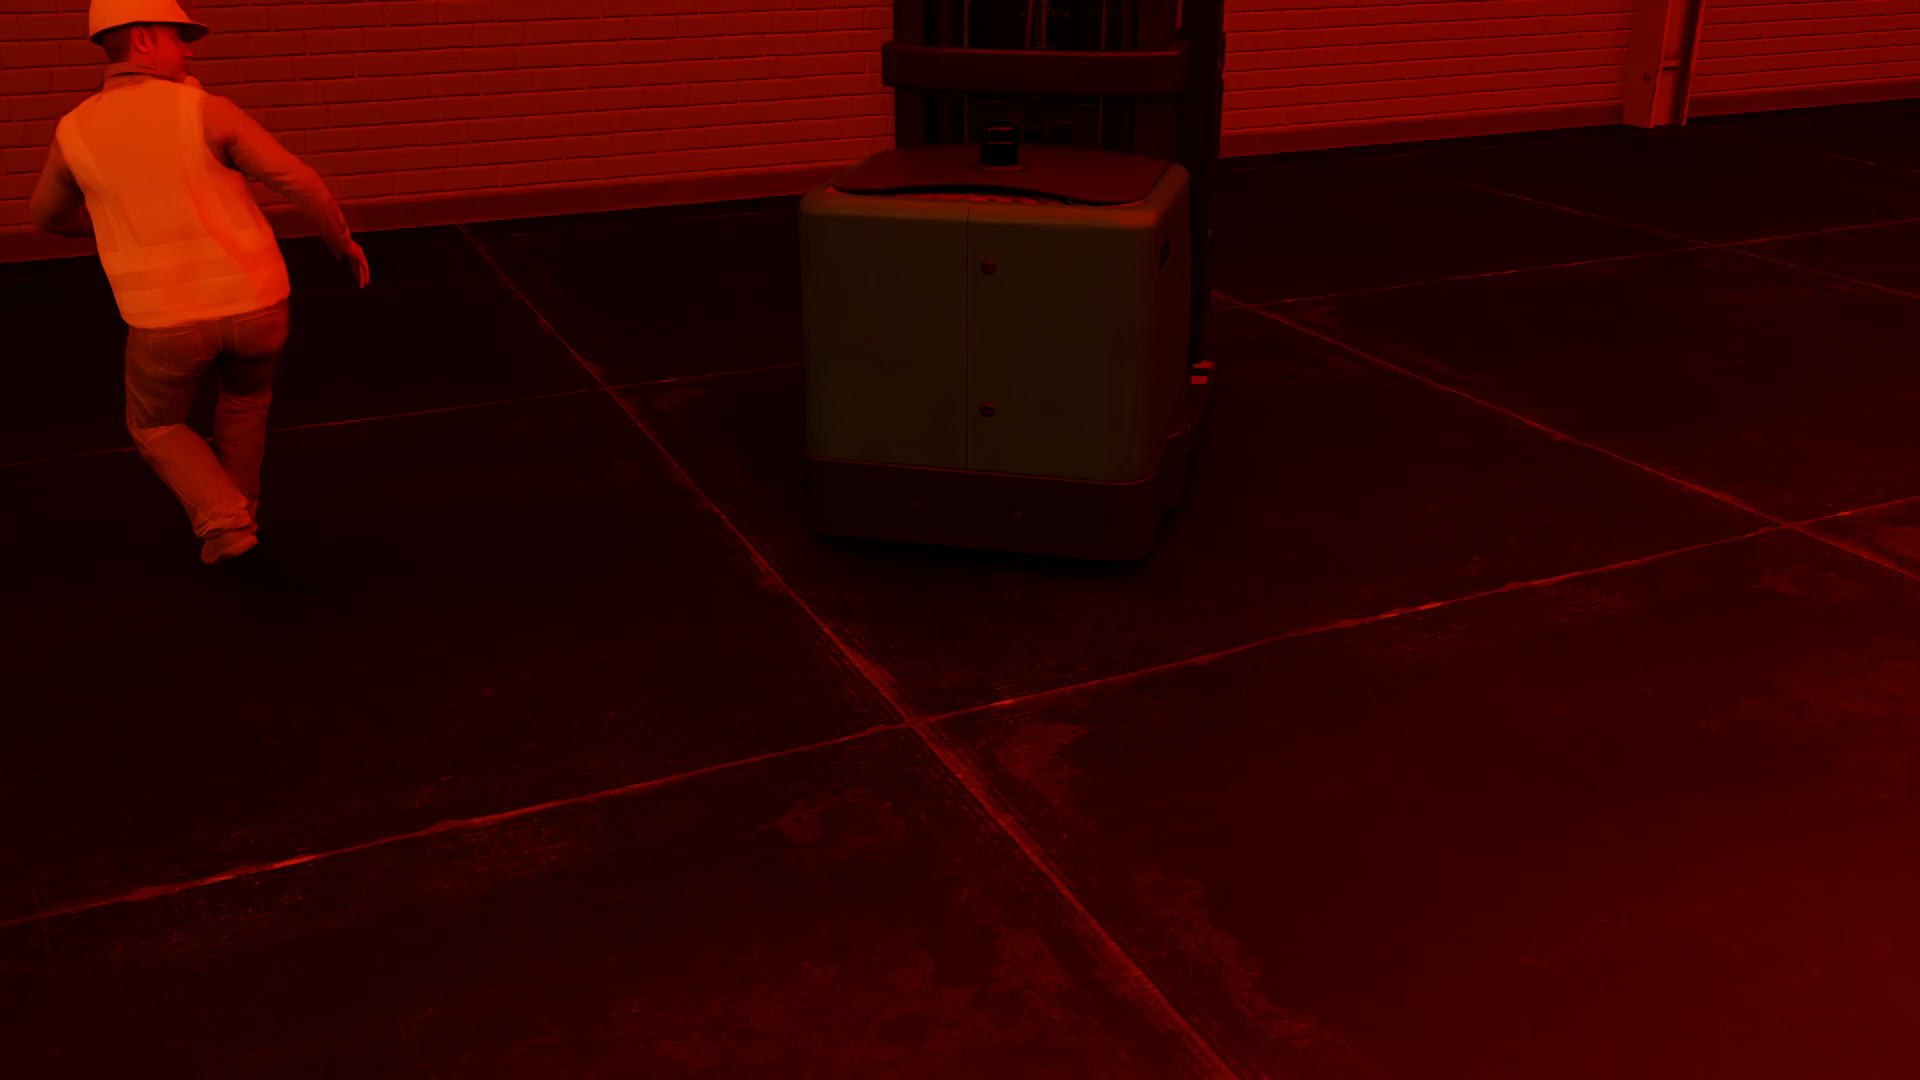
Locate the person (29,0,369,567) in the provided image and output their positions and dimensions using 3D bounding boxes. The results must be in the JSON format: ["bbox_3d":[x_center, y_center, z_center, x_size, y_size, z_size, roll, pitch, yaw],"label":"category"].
[{"bbox_3d":[-2.139,-0.741,4.756,0.849,1.643,0.805,-10,25,-23],"label":"person"}]

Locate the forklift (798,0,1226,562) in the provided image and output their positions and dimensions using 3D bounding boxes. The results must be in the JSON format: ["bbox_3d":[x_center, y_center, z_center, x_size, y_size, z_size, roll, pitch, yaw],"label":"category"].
[{"bbox_3d":[0.377,-1.827,5.685,1.130,2.935,3.031,5,23,13],"label":"forklift"}]
